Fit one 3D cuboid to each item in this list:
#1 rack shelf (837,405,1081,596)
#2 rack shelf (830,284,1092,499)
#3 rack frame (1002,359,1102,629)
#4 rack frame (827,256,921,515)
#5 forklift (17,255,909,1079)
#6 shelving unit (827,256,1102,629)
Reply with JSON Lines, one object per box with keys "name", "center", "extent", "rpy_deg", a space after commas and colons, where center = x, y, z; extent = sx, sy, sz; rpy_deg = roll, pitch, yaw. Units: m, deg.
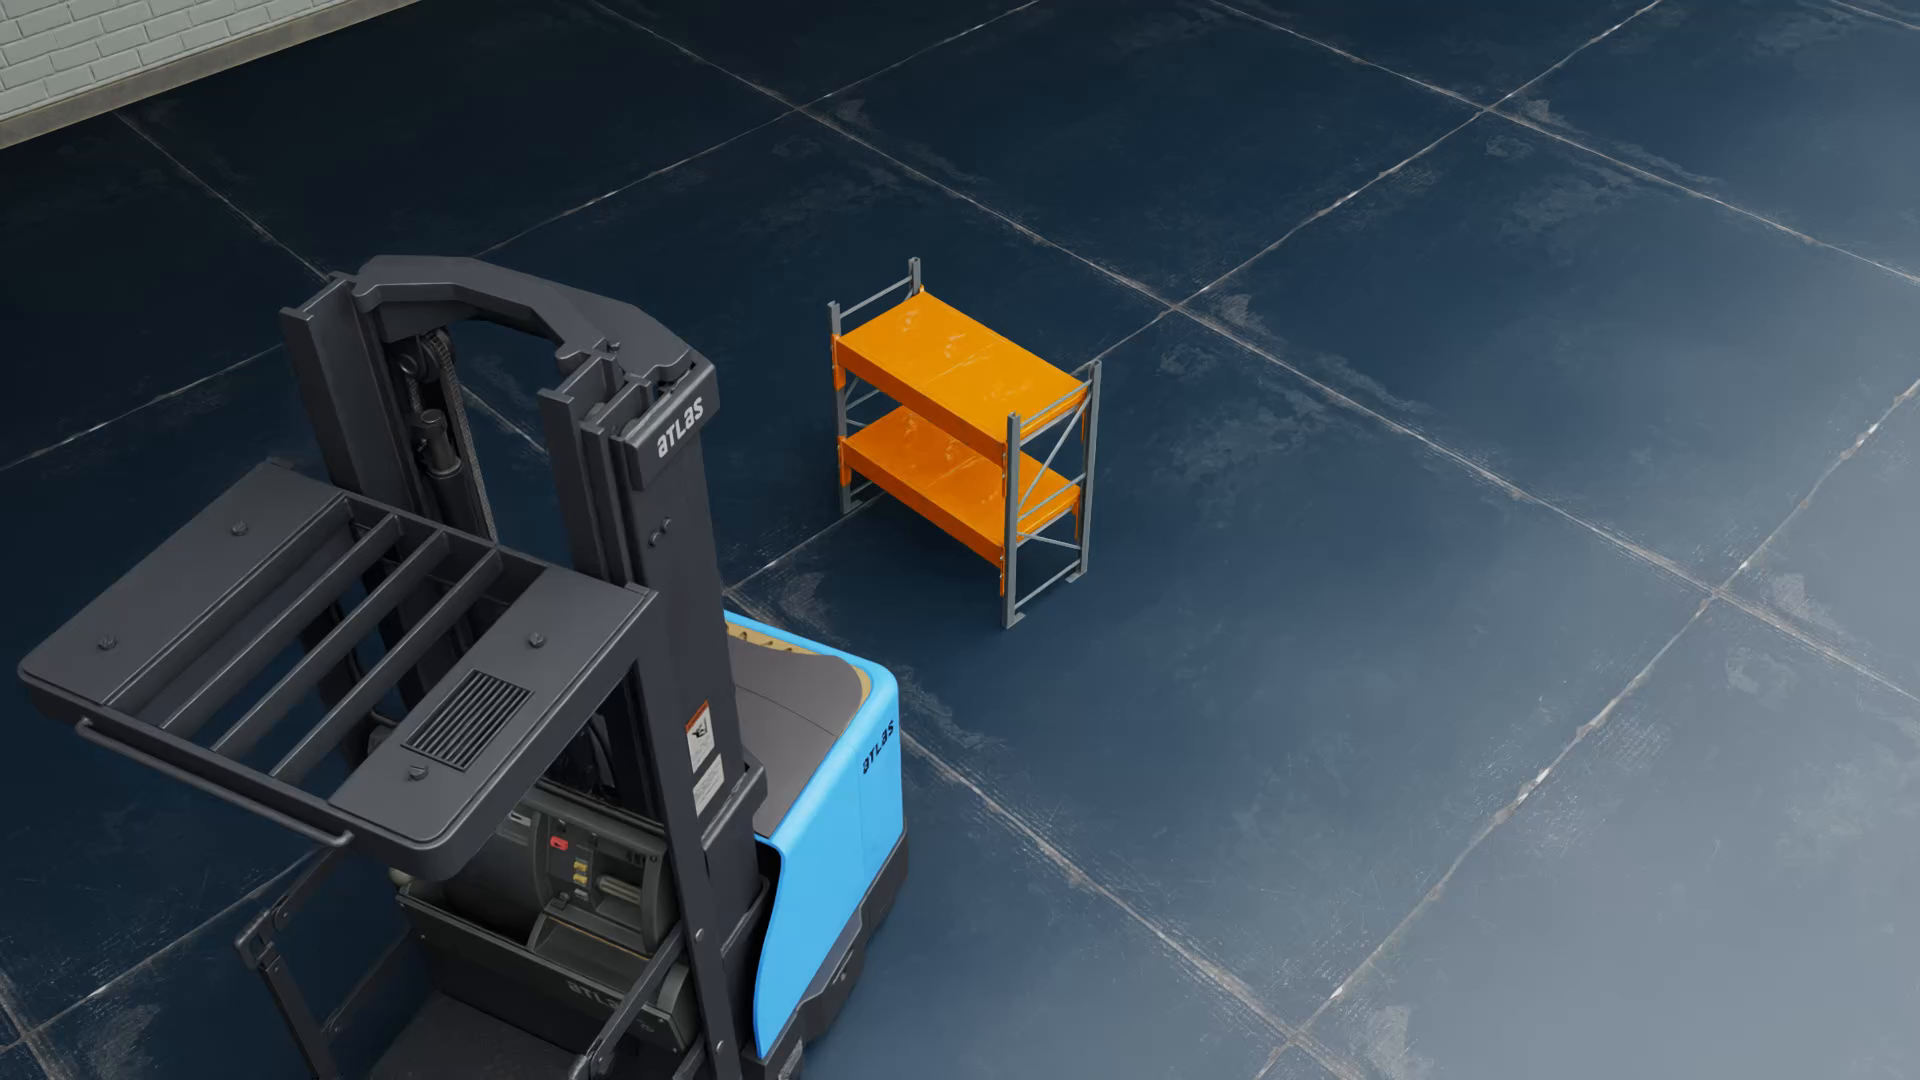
{"name": "rack shelf", "center": [0.005, -0.230, 7.148], "extent": [0.538, 0.278, 1.000], "rpy_deg": [-34, 53, -31]}
{"name": "rack shelf", "center": [0.005, -0.625, 6.783], "extent": [0.538, 0.278, 1.000], "rpy_deg": [-34, 53, -31]}
{"name": "rack frame", "center": [0.364, -0.166, 6.718], "extent": [0.500, 1.125, 0.032], "rpy_deg": [-34, 53, -31]}
{"name": "rack frame", "center": [-0.354, -0.654, 7.246], "extent": [0.500, 1.125, 0.032], "rpy_deg": [-34, 53, -31]}
{"name": "forklift", "center": [-1.269, 0.897, 4.237], "extent": [1.130, 2.935, 3.031], "rpy_deg": [18, 46, 18]}
{"name": "shelving unit", "center": [0.005, -0.410, 6.982], "extent": [0.538, 1.125, 1.048], "rpy_deg": [-34, 53, -31]}
